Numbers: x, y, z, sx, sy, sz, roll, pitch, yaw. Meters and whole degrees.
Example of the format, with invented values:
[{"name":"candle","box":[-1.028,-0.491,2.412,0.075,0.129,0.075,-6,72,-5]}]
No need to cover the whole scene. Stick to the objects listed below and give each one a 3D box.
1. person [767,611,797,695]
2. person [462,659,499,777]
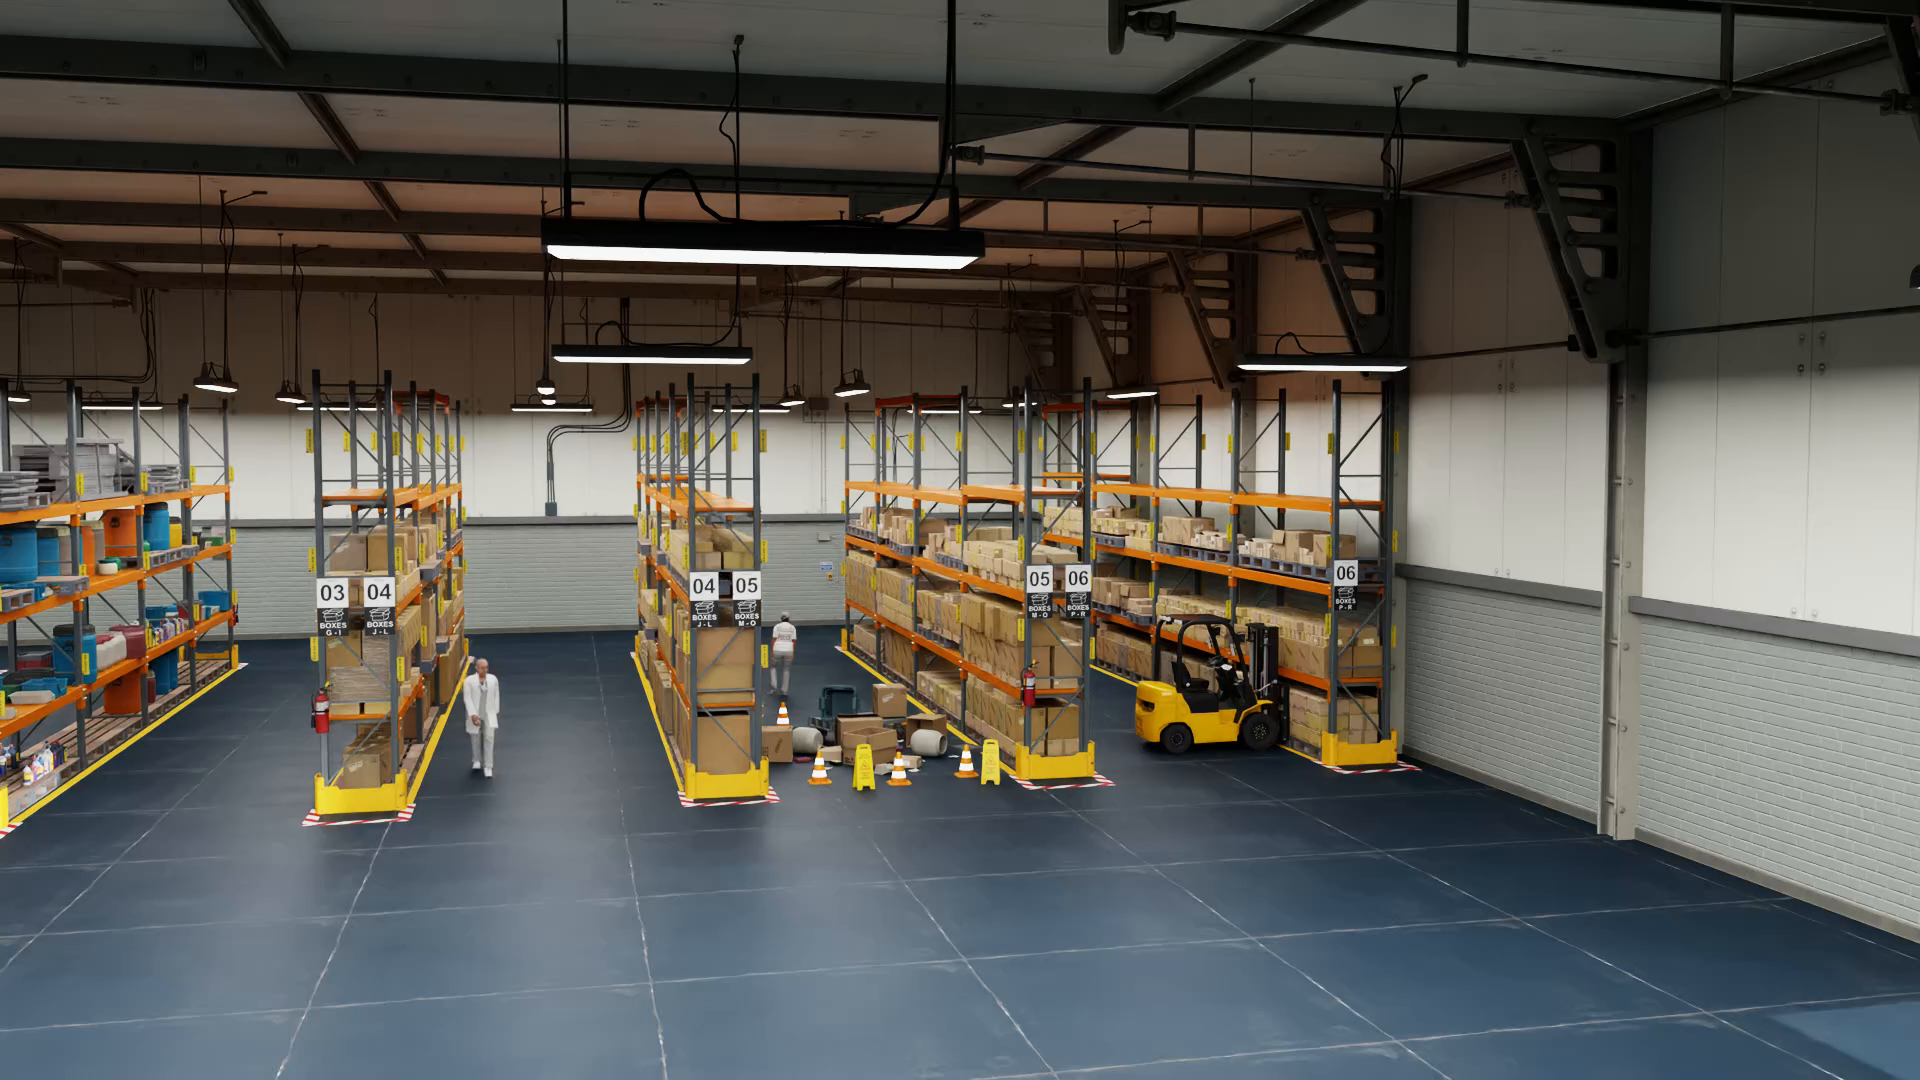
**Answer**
[{"name":"person","box":[-3.550,2.257,33.120,0.588,1.673,0.414,-1,3,-9]},{"name":"person","box":[-7.251,2.667,25.248,0.562,1.730,1.038,-1,4,-24]}]
